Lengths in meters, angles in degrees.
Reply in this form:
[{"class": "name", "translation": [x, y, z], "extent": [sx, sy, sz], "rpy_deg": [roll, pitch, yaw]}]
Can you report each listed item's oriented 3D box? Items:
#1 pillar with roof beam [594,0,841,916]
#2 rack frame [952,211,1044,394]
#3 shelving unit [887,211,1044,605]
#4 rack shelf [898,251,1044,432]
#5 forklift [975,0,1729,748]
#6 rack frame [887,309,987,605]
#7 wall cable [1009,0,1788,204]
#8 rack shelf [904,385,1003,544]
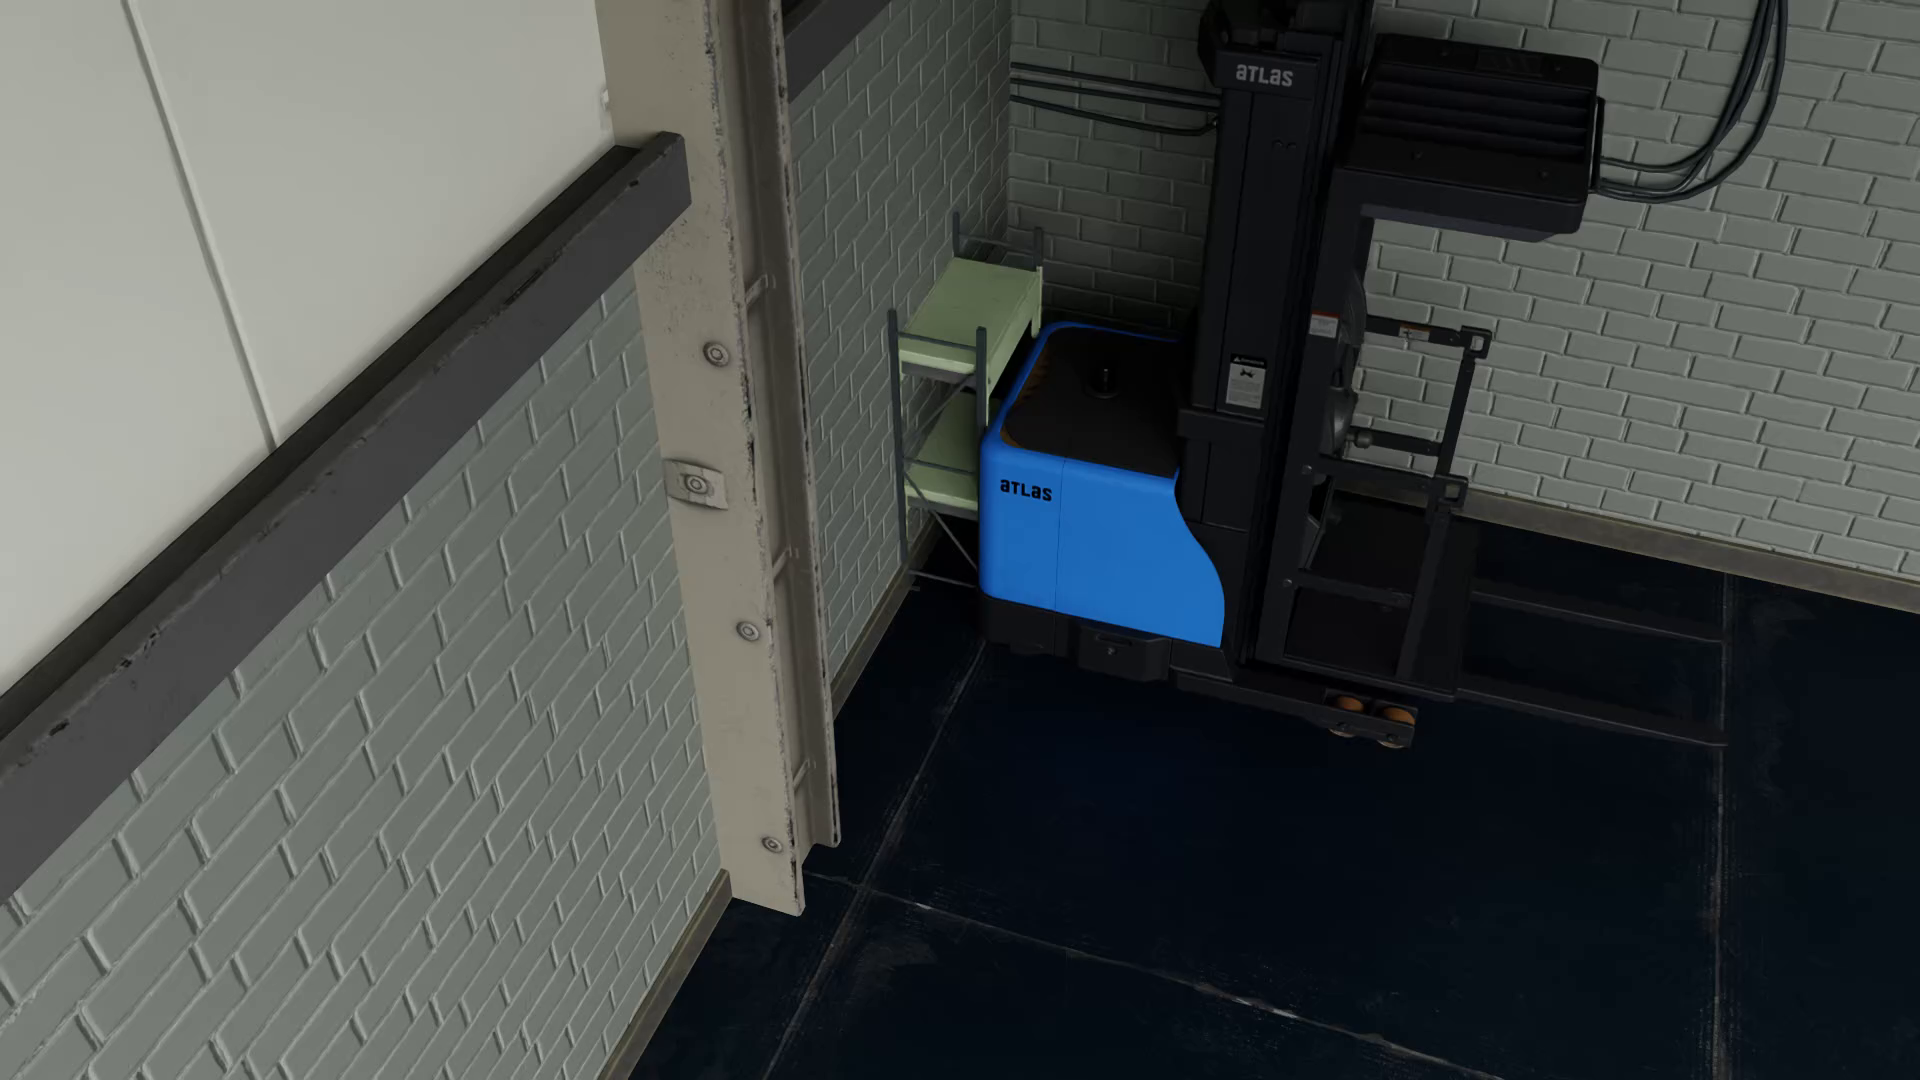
[{"class": "pillar with roof beam", "translation": [3.381, -1.243, 2.228], "extent": [9.100, 9.000, 0.400], "rpy_deg": [13, 42, 15]}, {"class": "rack frame", "translation": [0.159, -0.775, 7.383], "extent": [0.400, 1.500, 0.023], "rpy_deg": [13, 45, 14]}, {"class": "shelving unit", "translation": [0.038, -0.537, 7.132], "extent": [0.431, 1.500, 0.755], "rpy_deg": [13, 45, 14]}, {"class": "rack shelf", "translation": [0.034, -0.820, 6.865], "extent": [0.431, 0.370, 0.720], "rpy_deg": [13, 45, 14]}, {"class": "forklift", "translation": [1.639, -0.665, 6.224], "extent": [3.031, 2.935, 1.130], "rpy_deg": [12, 42, 14]}, {"class": "rack frame", "translation": [-0.083, -0.299, 6.882], "extent": [0.400, 1.500, 0.023], "rpy_deg": [13, 45, 14]}, {"class": "wall cable", "translation": [1.586, -2.521, 6.118], "extent": [3.097, 2.526, 0.112], "rpy_deg": [13, 42, 15]}, {"class": "rack shelf", "translation": [0.042, -0.299, 7.356], "extent": [0.431, 0.370, 0.720], "rpy_deg": [13, 45, 14]}]
